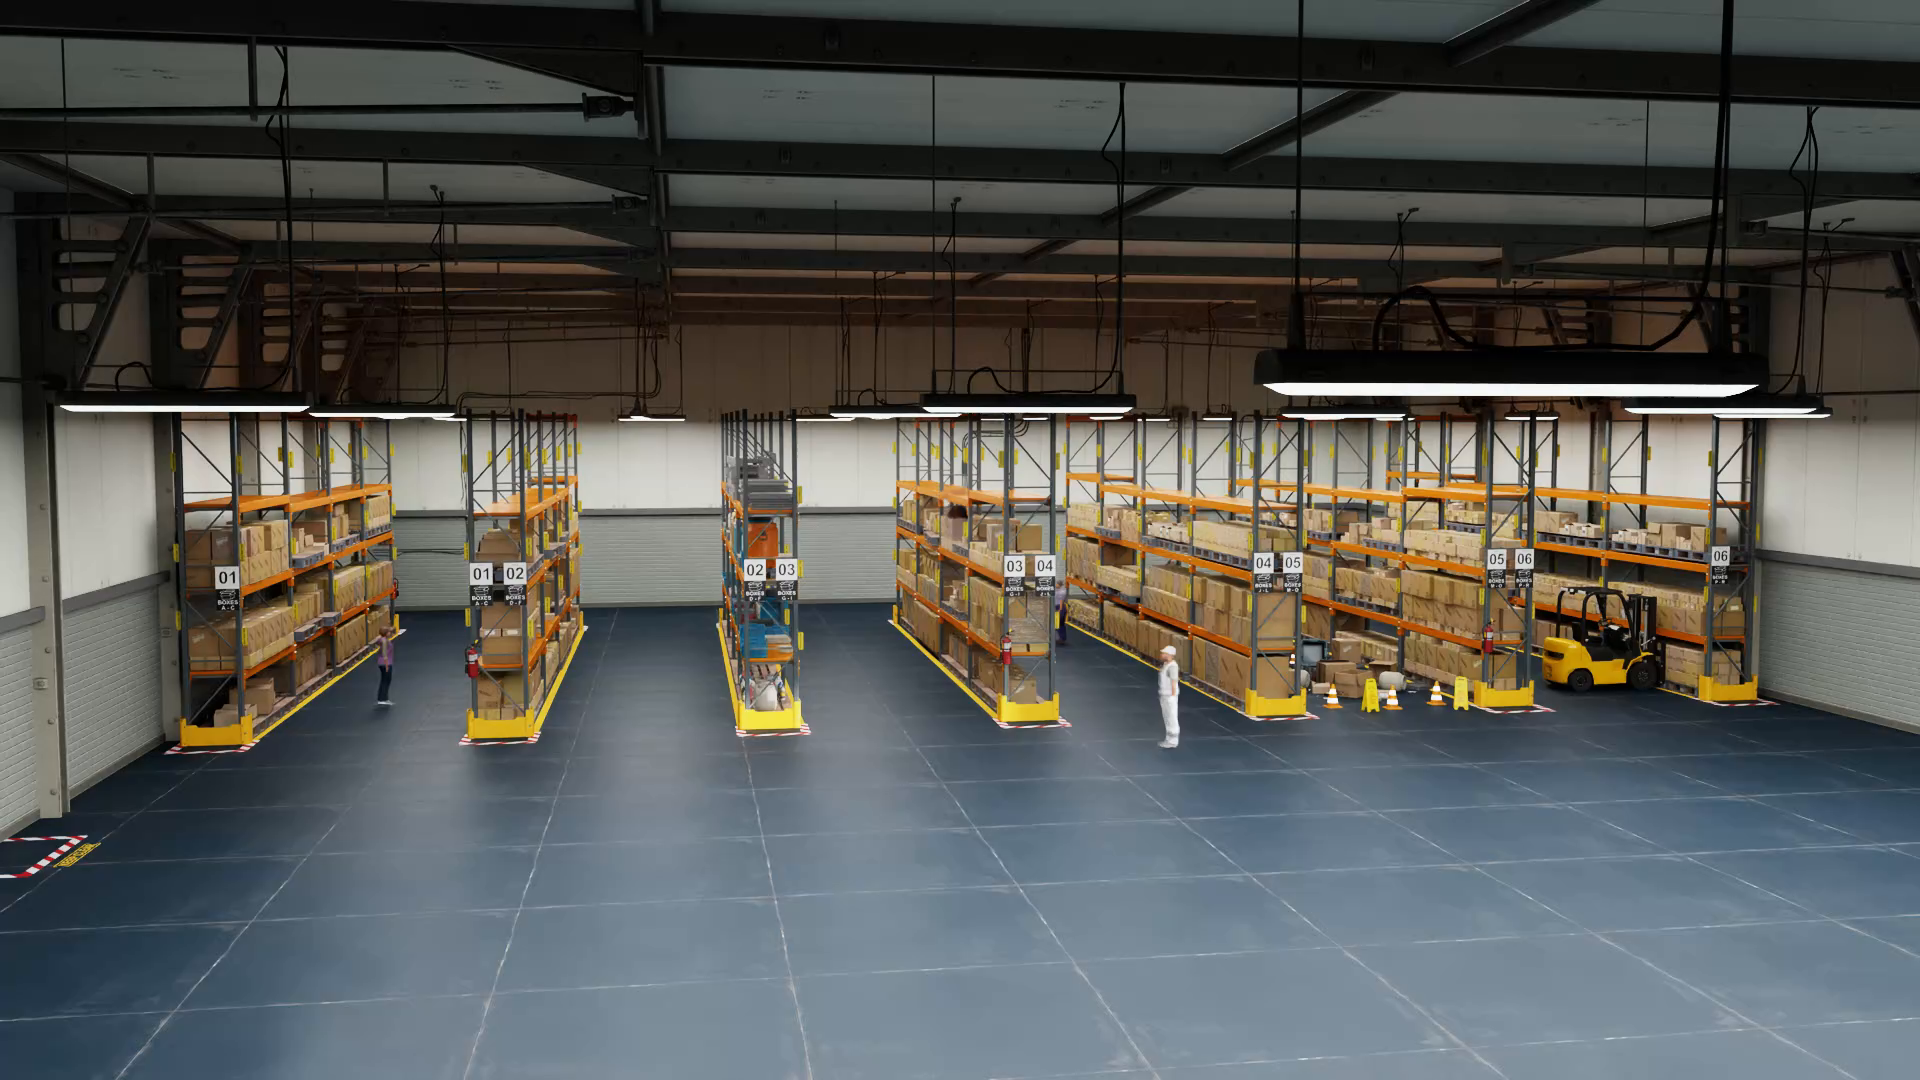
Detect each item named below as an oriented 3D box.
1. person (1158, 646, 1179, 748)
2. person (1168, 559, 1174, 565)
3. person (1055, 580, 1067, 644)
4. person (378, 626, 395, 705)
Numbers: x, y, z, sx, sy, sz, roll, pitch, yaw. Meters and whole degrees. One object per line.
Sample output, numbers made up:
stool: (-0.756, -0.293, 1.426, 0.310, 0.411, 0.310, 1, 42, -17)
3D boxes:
person: (3.680, 2.764, 29.430, 0.338, 1.799, 0.616, -1, 4, -17)
person: (6.155, 1.443, 48.666, 0.485, 1.774, 0.575, -2, 4, -26)
person: (2.592, 1.875, 43.356, 0.374, 1.652, 0.583, -1, 4, -10)
person: (-11.680, 2.570, 33.886, 0.347, 1.585, 0.444, -3, 5, -32)
